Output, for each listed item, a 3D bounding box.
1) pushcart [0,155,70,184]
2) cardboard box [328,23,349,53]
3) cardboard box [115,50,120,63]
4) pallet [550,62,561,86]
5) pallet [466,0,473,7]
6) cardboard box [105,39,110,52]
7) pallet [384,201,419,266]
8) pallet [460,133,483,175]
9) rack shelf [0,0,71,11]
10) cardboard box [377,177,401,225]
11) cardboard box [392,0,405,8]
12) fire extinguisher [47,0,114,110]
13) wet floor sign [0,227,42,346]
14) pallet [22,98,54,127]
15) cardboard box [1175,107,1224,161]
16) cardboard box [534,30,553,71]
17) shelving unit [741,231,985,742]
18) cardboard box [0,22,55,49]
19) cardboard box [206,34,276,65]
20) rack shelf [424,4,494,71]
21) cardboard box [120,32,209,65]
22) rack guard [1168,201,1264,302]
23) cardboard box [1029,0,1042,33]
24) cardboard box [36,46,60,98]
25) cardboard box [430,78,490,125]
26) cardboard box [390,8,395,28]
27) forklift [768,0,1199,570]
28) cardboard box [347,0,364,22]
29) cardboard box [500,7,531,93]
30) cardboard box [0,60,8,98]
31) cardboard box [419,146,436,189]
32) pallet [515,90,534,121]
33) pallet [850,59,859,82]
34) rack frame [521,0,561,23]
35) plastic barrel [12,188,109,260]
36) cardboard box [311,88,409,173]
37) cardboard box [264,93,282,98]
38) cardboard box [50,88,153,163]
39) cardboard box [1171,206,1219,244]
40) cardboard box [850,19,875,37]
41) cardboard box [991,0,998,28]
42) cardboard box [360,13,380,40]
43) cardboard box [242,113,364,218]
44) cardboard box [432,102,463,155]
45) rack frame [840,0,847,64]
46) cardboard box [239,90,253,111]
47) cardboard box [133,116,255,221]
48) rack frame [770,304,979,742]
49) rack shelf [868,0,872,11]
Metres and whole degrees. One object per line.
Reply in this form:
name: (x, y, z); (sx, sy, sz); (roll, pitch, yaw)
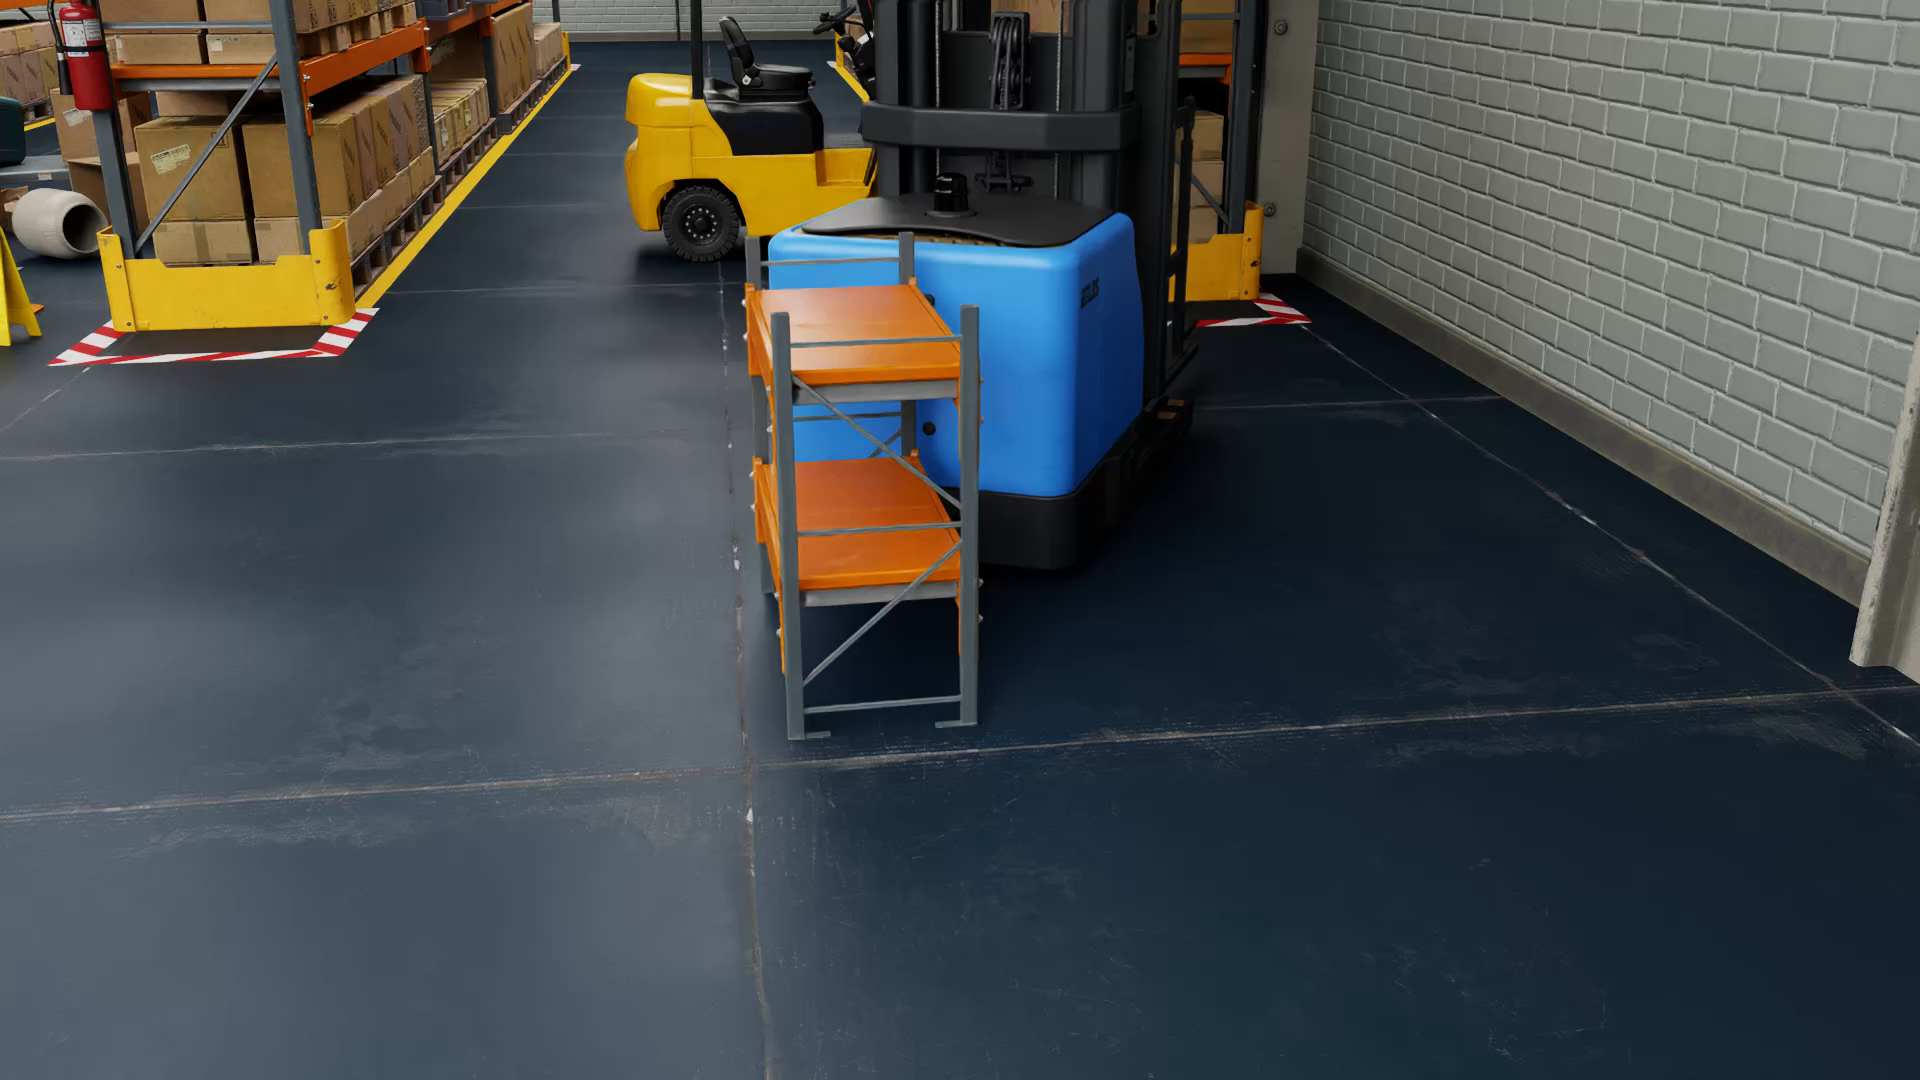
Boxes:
pushcart: (-6.650, -2.566, 12.047); (1.648, 0.377, 0.936); (-11, 23, -26)
cardboard box: (-3.668, -2.825, 9.352); (0.380, 0.149, 0.250); (-3, 21, -7)
cardboard box: (-10.422, -5.910, 20.301); (0.380, 0.149, 0.250); (-2, 21, -5)
pallet: (-5.765, -6.081, 21.695); (1.003, 0.211, 1.213); (-3, 21, -8)
pallet: (-4.652, -4.538, 13.855); (1.003, 0.211, 1.213); (-3, 21, -8)
cardboard box: (-10.349, -5.865, 19.756); (0.380, 0.149, 0.250); (-3, 21, -9)
pallet: (-4.090, -1.966, 10.679); (1.003, 0.211, 1.213); (-3, 21, -8)
pallet: (-4.694, -3.313, 14.285); (1.003, 0.211, 1.213); (-3, 21, -8)
rack shelf: (-10.149, -5.382, 16.868); (1.077, 0.370, 4.000); (-3, 21, -8)
cardboard box: (-3.824, -2.109, 10.406); (0.500, 0.250, 0.500); (-2, 21, -4)
cardboard box: (-4.010, -3.794, 11.018); (0.500, 0.500, 0.500); (-2, 21, -6)
fire extinguisher: (-4.264, -2.443, 8.080); (0.296, 0.674, 0.183); (-3, 21, -8)
wet floor sign: (-4.856, -1.319, 8.326); (0.267, 0.644, 0.232); (4, 21, 11)
pallet: (-10.145, -4.413, 17.229); (1.003, 0.211, 1.213); (-3, 21, -8)
cardboard box: (1.205, -2.346, 9.612); (0.500, 0.250, 0.500); (-3, 21, -9)
cardboard box: (-5.668, -6.226, 21.160); (0.875, 0.438, 0.875); (-4, 21, -9)
shelving unit: (-0.293, -0.199, 4.642); (0.538, 1.125, 1.048); (-4, 21, -10)
cardboard box: (-10.019, -5.365, 17.695); (0.500, 0.250, 0.500); (-2, 21, -5)
cardboard box: (-3.668, -2.552, 8.621); (0.380, 0.149, 0.250); (-3, 21, -8)
rack shelf: (-4.689, -4.282, 13.922); (1.077, 0.370, 4.000); (-3, 21, -8)
cardboard box: (-4.090, -2.543, 8.596); (0.380, 0.149, 0.250); (-2, 21, -6)
rack guard: (1.091, -1.614, 9.323); (1.175, 0.500, 0.348); (-3, 21, -8)
cardboard box: (0.691, -3.178, 9.794); (0.500, 0.500, 0.500); (-2, 21, -6)
cardboard box: (-10.008, -5.016, 17.833); (0.500, 0.500, 0.500); (-3, 21, -9)
cardboard box: (-4.906, -4.081, 15.512); (0.950, 0.372, 0.625); (-4, 21, -11)
cardboard box: (-4.050, -3.533, 11.247); (0.380, 0.149, 0.250); (-3, 21, -7)
forklift: (0.326, -1.761, 6.242); (1.130, 2.935, 3.031); (7, 21, 17)
cardboard box: (-3.771, -3.261, 9.593); (0.500, 0.500, 0.500); (-3, 21, -9)
cardboard box: (-5.248, -5.375, 18.257); (0.875, 0.875, 0.875); (-2, 21, -6)
cardboard box: (-9.787, -4.484, 16.408); (0.500, 0.500, 0.500); (-3, 21, -7)
cardboard box: (-4.050, -2.644, 11.838); (0.500, 0.250, 0.500); (-2, 21, -5)
pallet: (-5.189, -4.704, 18.008); (1.003, 0.211, 1.213); (-3, 21, -8)
pallet: (-0.920, -6.303, 22.290); (1.003, 0.211, 1.213); (-3, 21, -8)
rack frame: (-6.131, -8.081, 23.067); (1.000, 3.000, 0.127); (-3, 21, -8)
plastic barrel: (-5.620, -1.974, 10.396); (0.512, 0.421, 0.421); (12, 24, 30)
cardboard box: (-3.900, -2.643, 10.763); (0.500, 0.500, 0.500); (-2, 21, -5)
cardboard box: (-4.421, -2.604, 10.660); (0.500, 0.500, 0.500); (-2, 21, -5)
cardboard box: (-6.158, -3.010, 11.979); (0.500, 0.500, 0.500); (-3, 21, -8)
cardboard box: (1.210, -1.882, 9.798); (0.500, 0.250, 0.500); (-3, 21, -8)
cardboard box: (-1.140, -6.844, 22.727); (0.700, 0.500, 0.500); (-2, 21, -6)
cardboard box: (0.482, -3.704, 11.202); (0.500, 0.500, 0.500); (-3, 21, -8)
cardboard box: (-3.823, -3.184, 10.313); (0.380, 0.149, 0.250); (-3, 21, -7)
cardboard box: (-3.671, -2.103, 9.318); (0.500, 0.500, 0.500); (-4, 21, -10)
cardboard box: (-4.586, -3.323, 13.481); (0.950, 0.372, 0.625); (-2, 21, -4)
rack frame: (-1.219, -8.333, 23.740); (1.000, 3.000, 0.127); (-3, 21, -8)
cardboard box: (-4.350, -2.581, 9.670); (0.380, 0.149, 0.250); (-3, 21, -7)
cardboard box: (-4.198, -2.066, 9.218); (0.500, 0.500, 0.500); (-3, 21, -7)
rack frame: (-0.202, -0.024, 4.174); (0.500, 1.125, 0.032); (-4, 21, -10)
rack shelf: (-0.354, -5.919, 18.304); (1.077, 0.370, 4.000); (-3, 21, -8)
